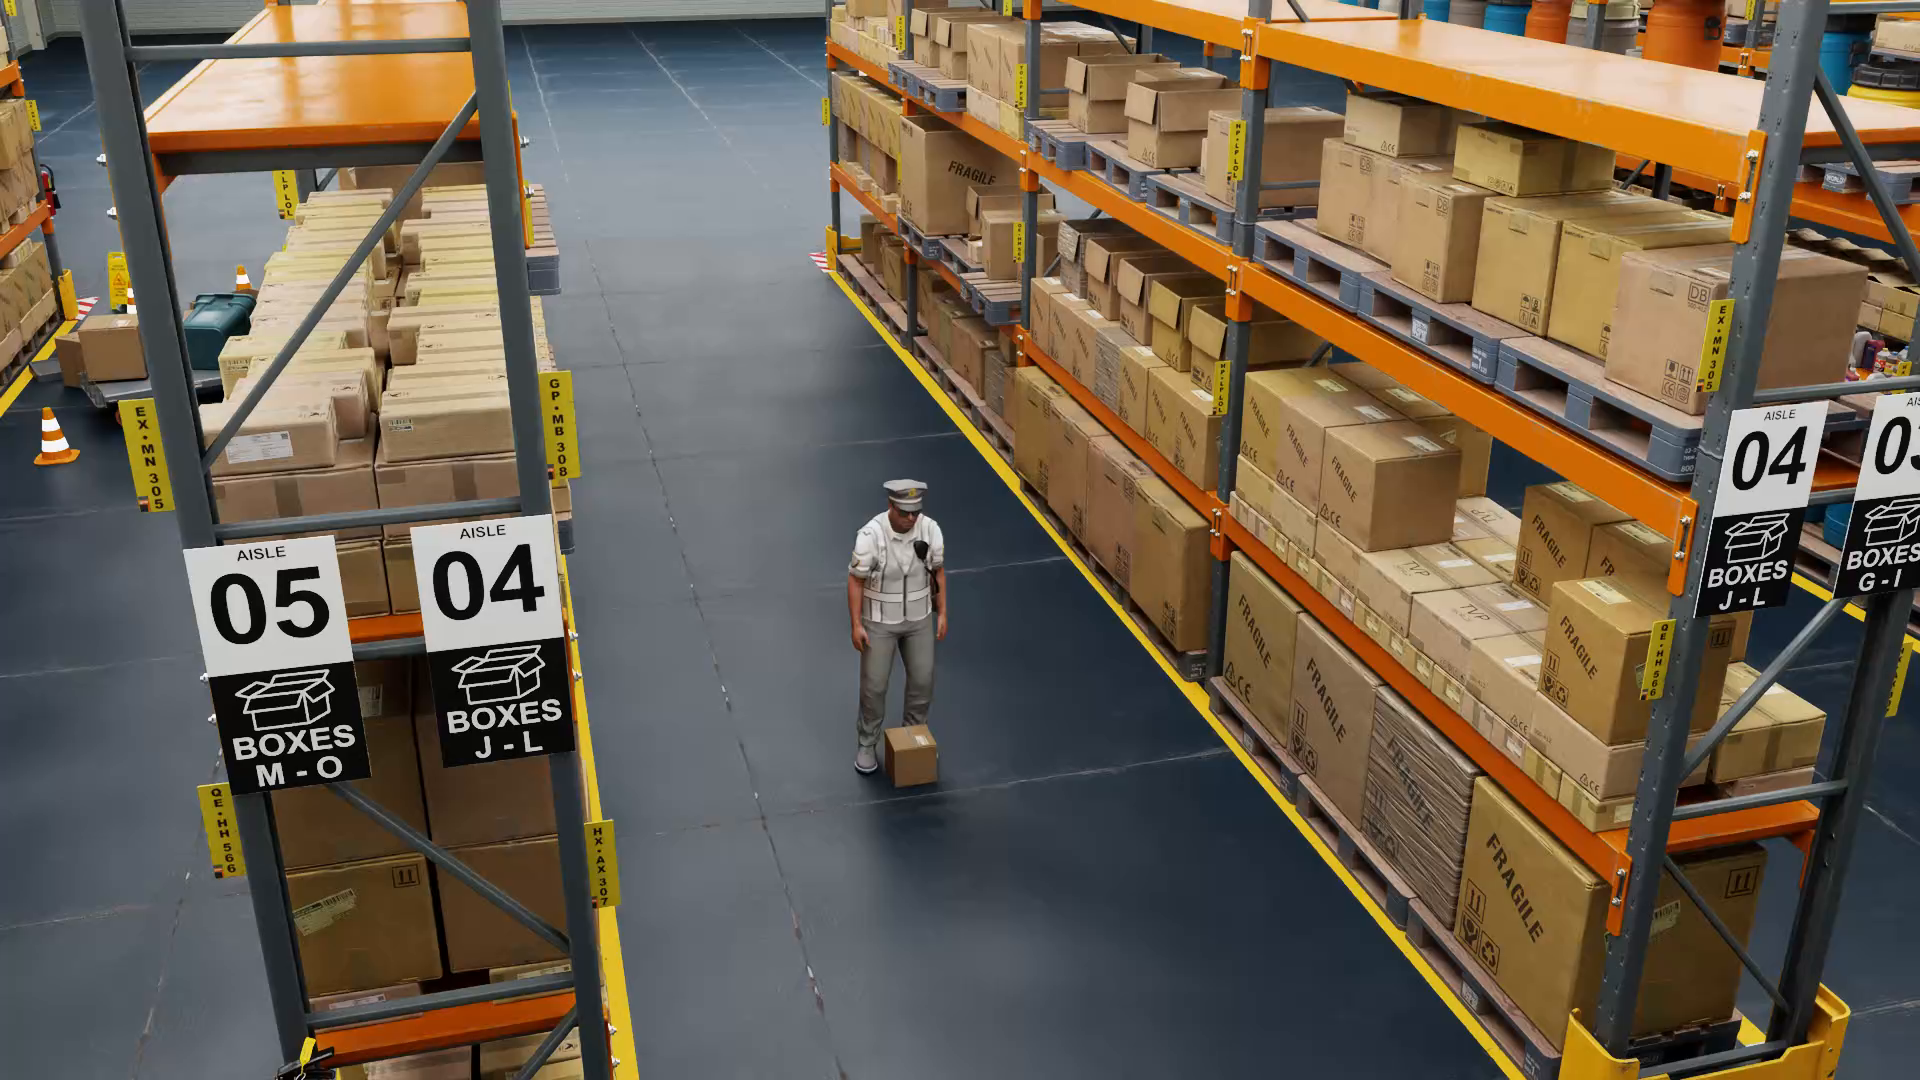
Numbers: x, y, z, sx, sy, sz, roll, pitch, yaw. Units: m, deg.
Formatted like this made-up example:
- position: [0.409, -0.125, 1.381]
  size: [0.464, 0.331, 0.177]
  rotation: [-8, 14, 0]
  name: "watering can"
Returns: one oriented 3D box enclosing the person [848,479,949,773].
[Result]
- position: [-0.361, 0.453, 9.574]
  size: [0.606, 1.748, 0.435]
  rotation: [-8, 24, -18]
  name: "person"
